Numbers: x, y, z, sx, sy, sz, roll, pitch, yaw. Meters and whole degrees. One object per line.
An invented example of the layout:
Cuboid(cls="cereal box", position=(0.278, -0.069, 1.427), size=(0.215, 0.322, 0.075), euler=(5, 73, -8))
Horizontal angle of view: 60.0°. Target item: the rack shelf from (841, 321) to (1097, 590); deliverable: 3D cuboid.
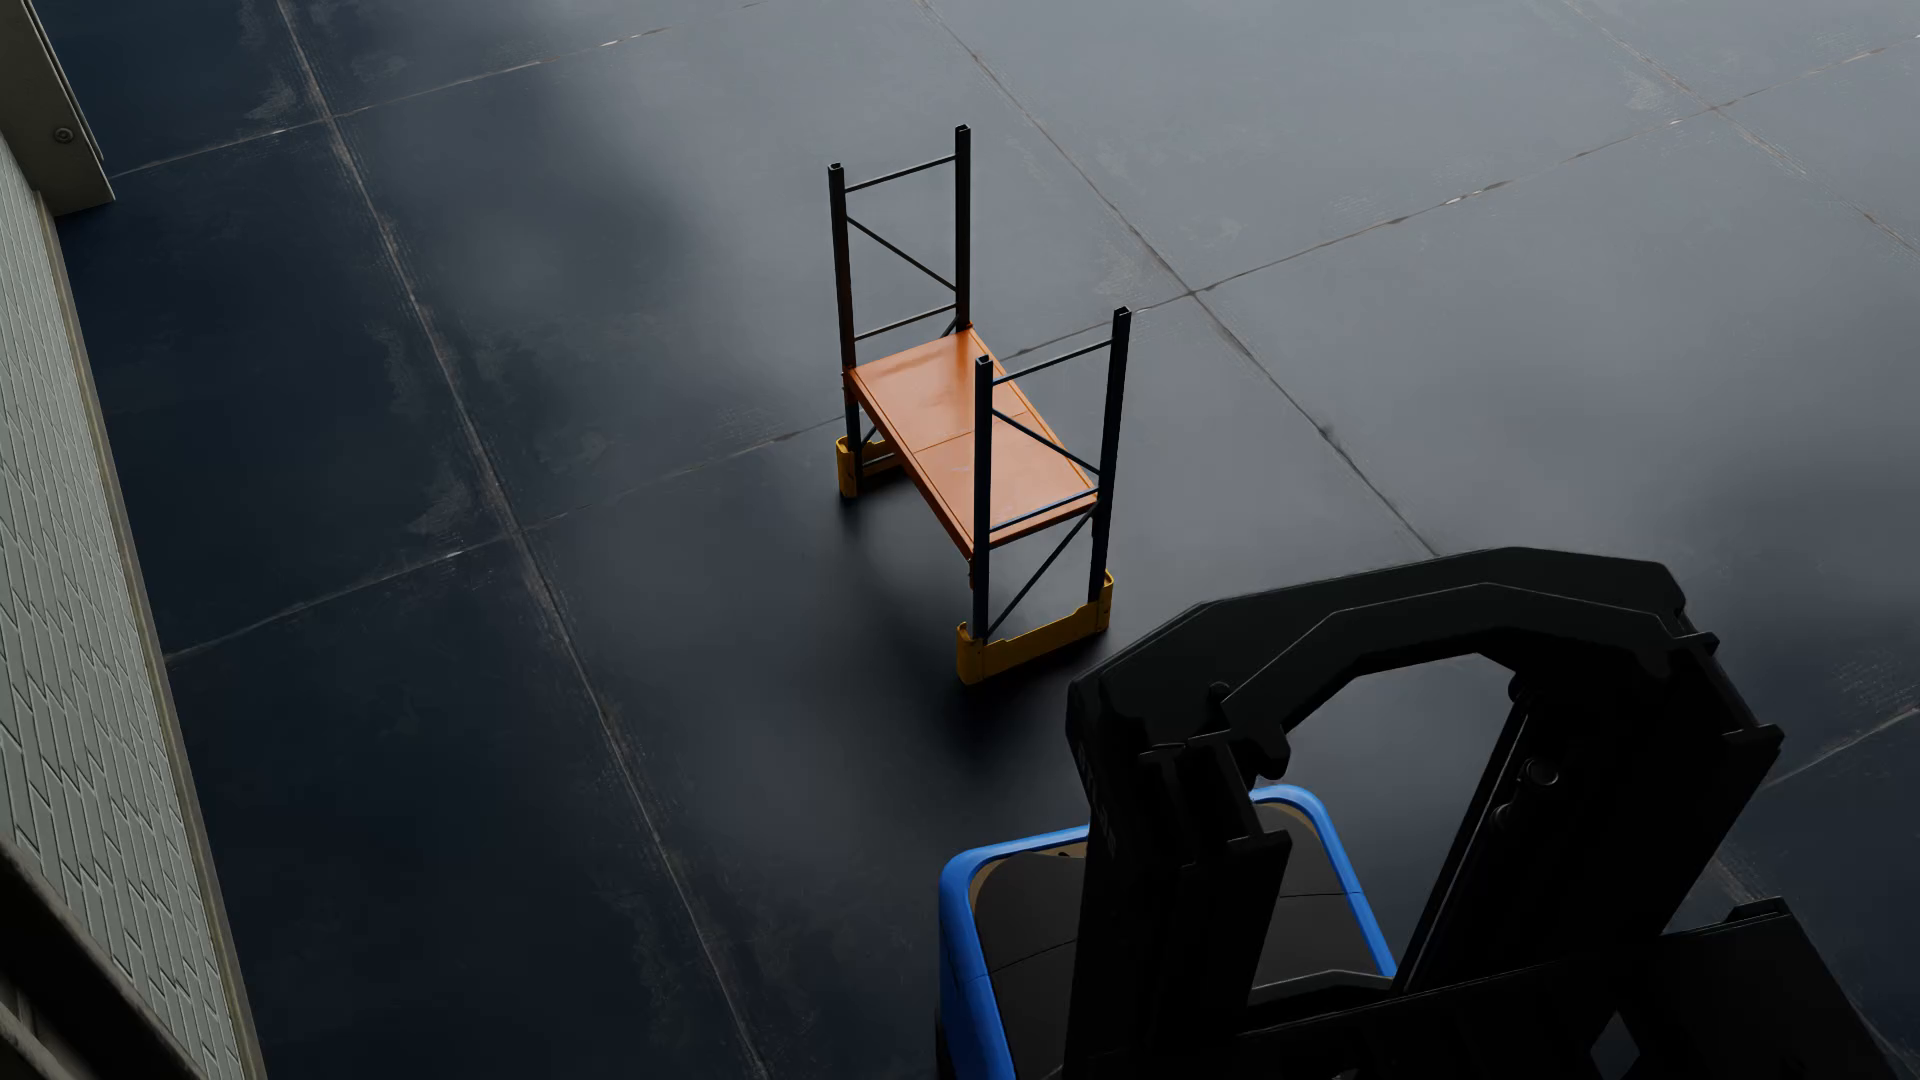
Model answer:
Cuboid(cls="rack shelf", position=(0.039, -0.318, 5.771), size=(0.538, 0.185, 1.000), euler=(-21, 52, -18))

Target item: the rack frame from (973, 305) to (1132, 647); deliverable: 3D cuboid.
Cuboid(cls="rack frame", position=(0.272, -0.096, 5.338), size=(0.500, 1.500, 0.032), euler=(-21, 52, -18))

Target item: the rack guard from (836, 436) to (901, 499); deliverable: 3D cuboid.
Cuboid(cls="rack guard", position=(-0.193, -0.365, 6.403), size=(0.587, 0.250, 0.087), euler=(-21, 52, -18))

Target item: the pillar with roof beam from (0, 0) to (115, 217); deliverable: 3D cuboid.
Cuboid(cls="pillar with roof beam", position=(-0.265, -6.079, 5.589), size=(9.100, 9.000, 0.400), euler=(-21, 52, -18))

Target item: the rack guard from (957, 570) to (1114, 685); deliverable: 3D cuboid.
Cuboid(cls="rack guard", position=(0.263, 0.302, 5.820), size=(0.587, 0.250, 0.087), euler=(-21, 52, -18))

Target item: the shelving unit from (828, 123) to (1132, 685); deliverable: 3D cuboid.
Cuboid(cls="shelving unit", position=(0.035, -0.443, 5.641), size=(0.587, 1.500, 1.083), euler=(-21, 52, -18))

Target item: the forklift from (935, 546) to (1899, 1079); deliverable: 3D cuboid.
Cuboid(cls="forklift", position=(0.773, 1.525, 2.969), size=(1.130, 2.935, 3.031), euler=(-10, 50, -9))

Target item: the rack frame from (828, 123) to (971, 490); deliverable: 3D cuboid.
Cuboid(cls="rack frame", position=(-0.194, -0.777, 5.933), size=(0.500, 1.500, 0.032), euler=(-21, 52, -18))
